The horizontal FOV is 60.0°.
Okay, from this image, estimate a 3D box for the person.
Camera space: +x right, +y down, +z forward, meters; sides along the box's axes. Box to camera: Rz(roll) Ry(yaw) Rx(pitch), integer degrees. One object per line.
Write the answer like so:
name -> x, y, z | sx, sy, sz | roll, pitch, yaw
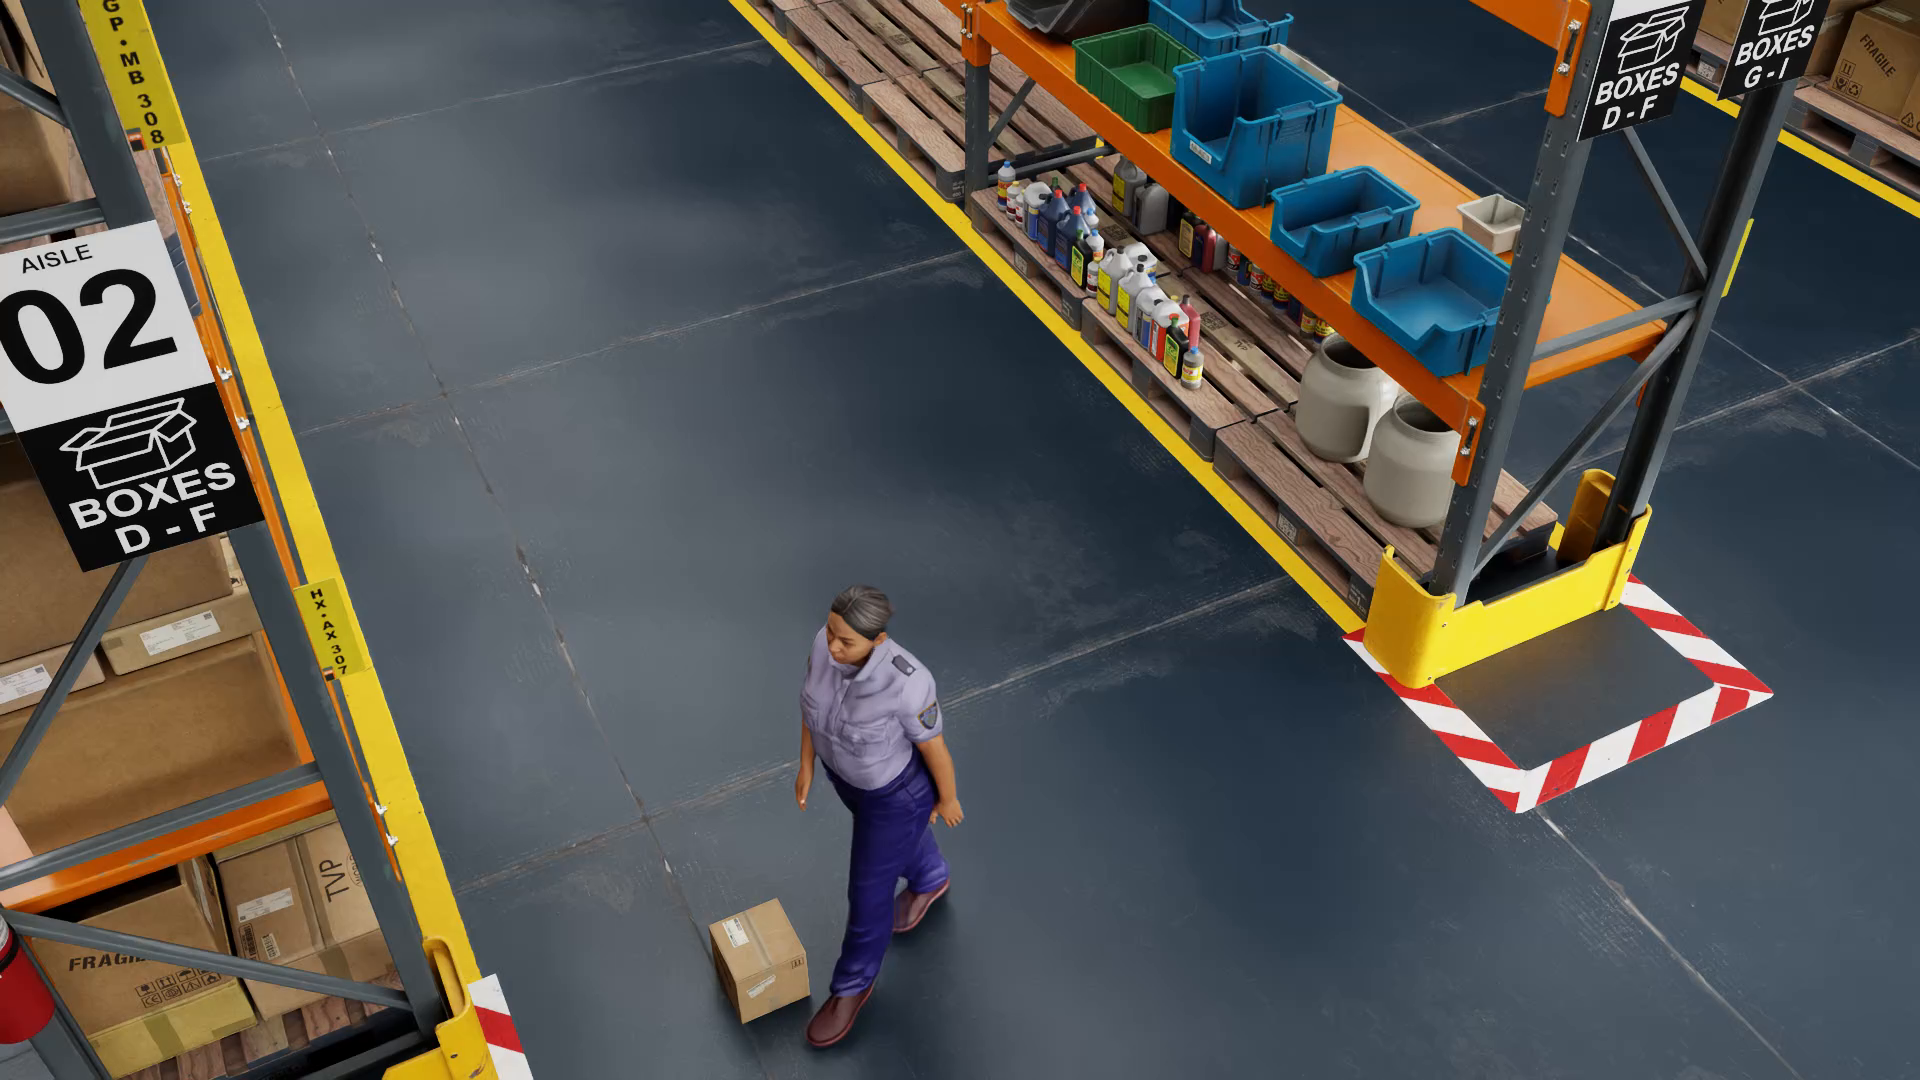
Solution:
person -> -0.336, 0.794, 5.256 | 0.786, 1.624, 0.523 | -31, 50, -30
